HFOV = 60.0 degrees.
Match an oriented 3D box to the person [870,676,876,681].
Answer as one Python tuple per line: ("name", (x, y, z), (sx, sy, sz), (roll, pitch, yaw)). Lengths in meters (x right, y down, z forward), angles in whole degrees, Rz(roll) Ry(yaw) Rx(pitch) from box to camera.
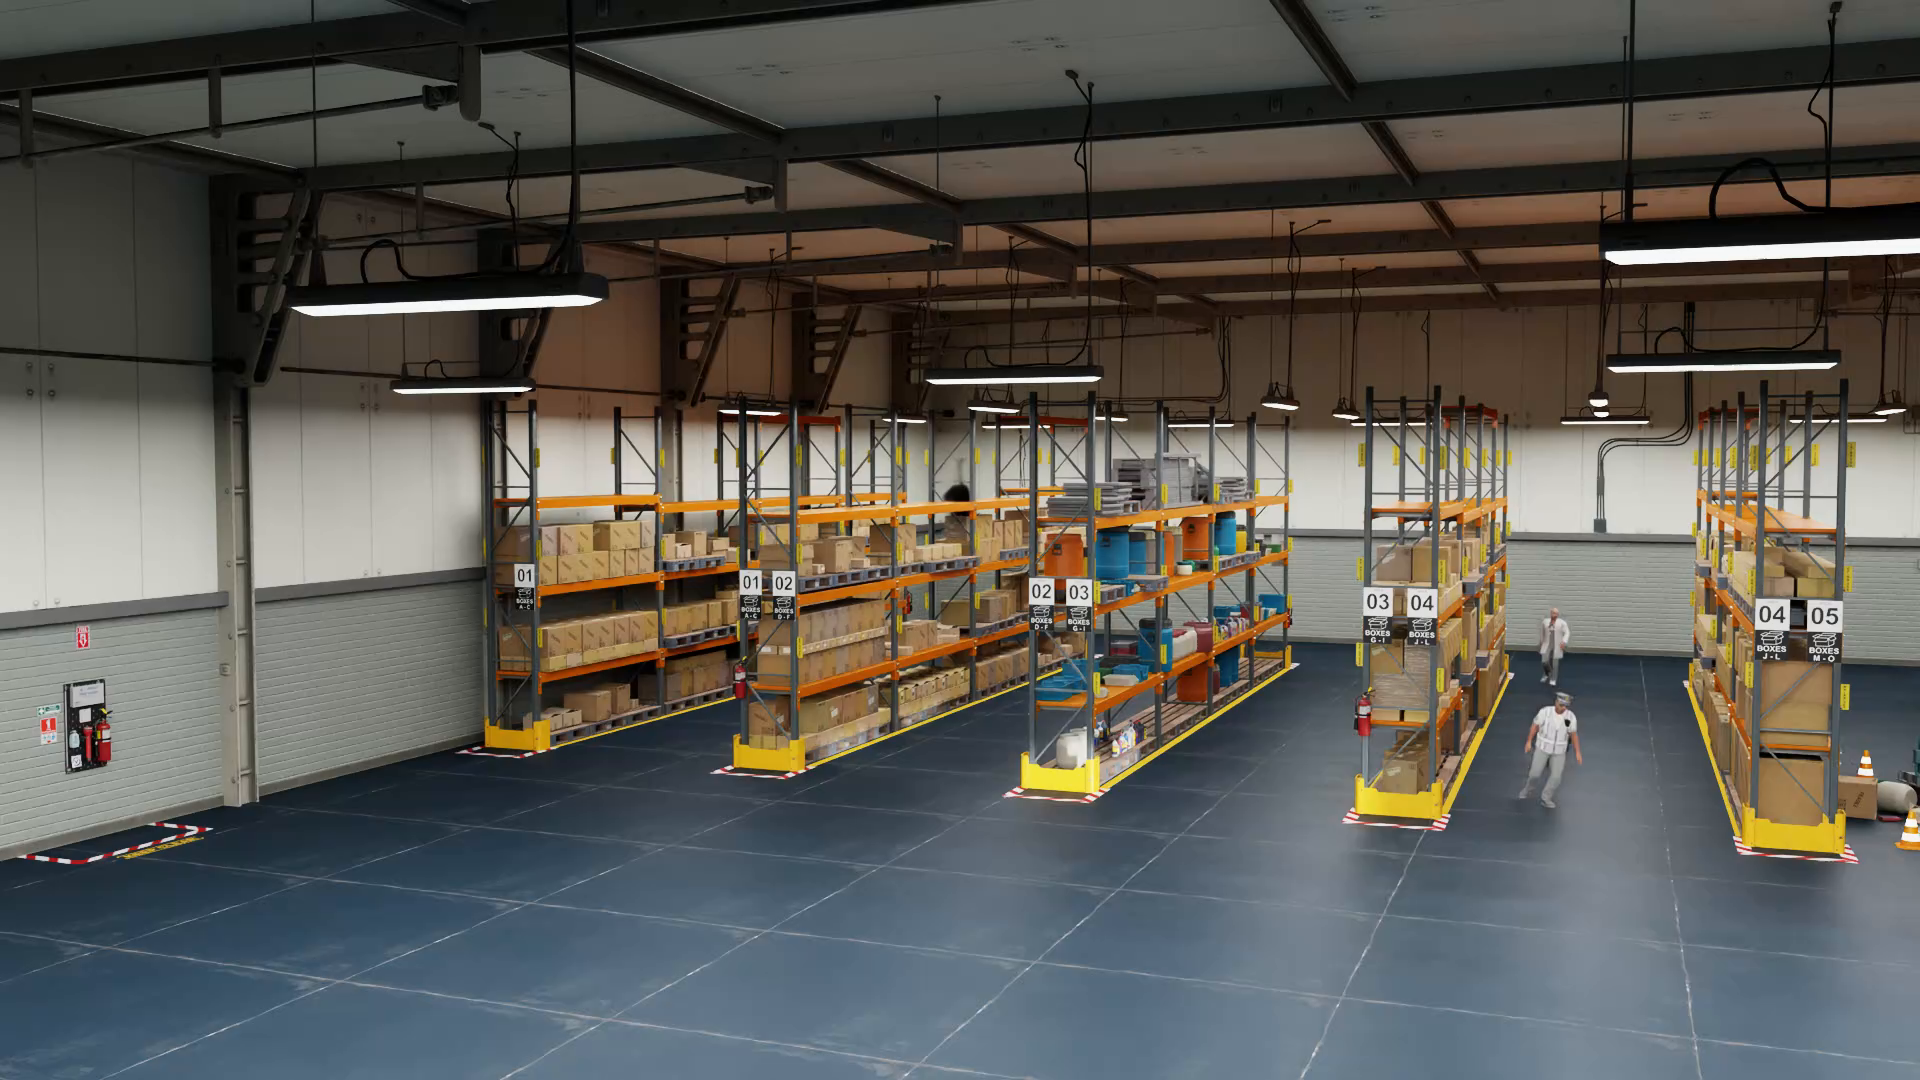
("person", (-2.063, 2.317, 37.777), (0.611, 1.666, 0.942), (0, 3, 0))

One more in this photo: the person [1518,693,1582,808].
("person", (8.430, 2.987, 23.756), (0.807, 1.669, 0.662), (0, 3, 9))

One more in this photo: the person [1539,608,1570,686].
("person", (12.948, 2.338, 36.307), (0.709, 1.732, 0.815), (2, 3, 29))
